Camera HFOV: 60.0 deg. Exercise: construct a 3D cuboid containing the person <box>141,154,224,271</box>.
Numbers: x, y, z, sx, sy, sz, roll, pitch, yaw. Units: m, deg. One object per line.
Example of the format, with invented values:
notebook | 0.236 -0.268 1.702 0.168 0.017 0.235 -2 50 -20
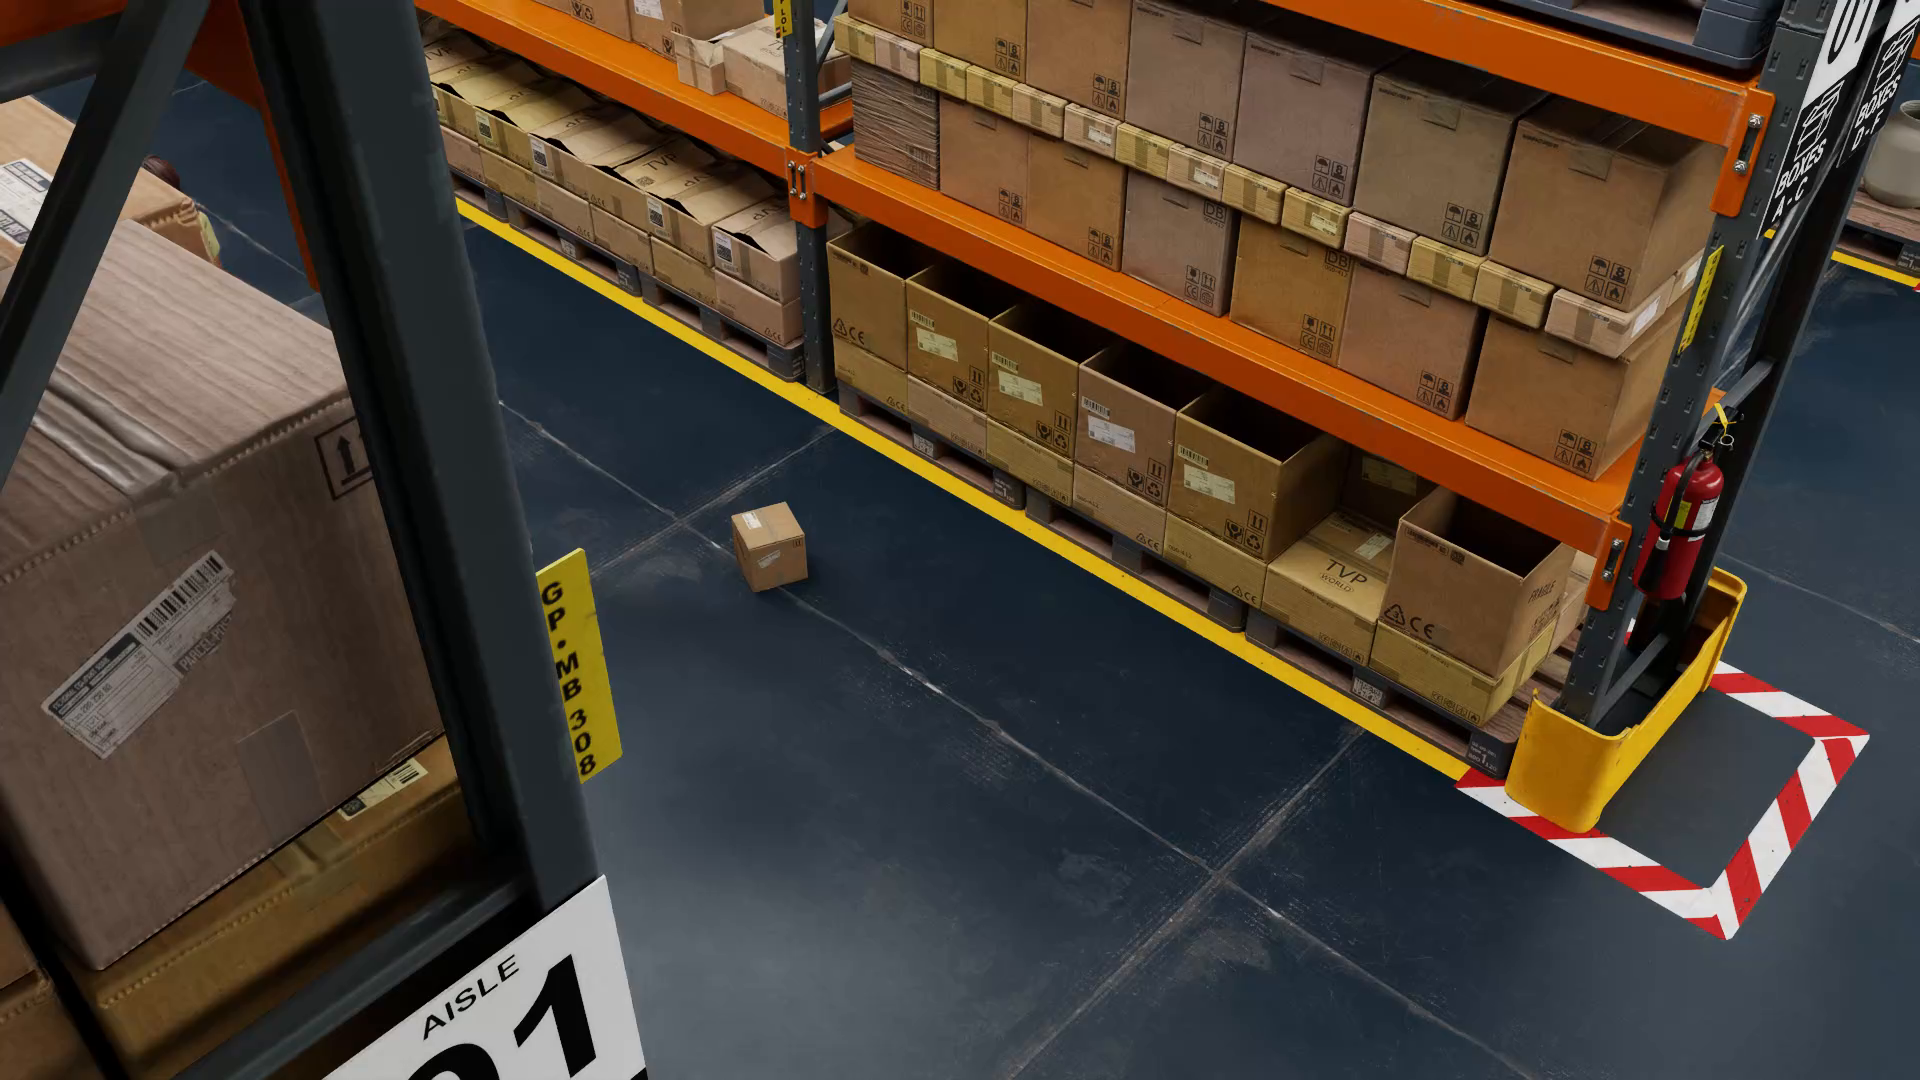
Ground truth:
person | -3.306 -0.894 7.217 0.660 1.652 0.443 12 41 14
